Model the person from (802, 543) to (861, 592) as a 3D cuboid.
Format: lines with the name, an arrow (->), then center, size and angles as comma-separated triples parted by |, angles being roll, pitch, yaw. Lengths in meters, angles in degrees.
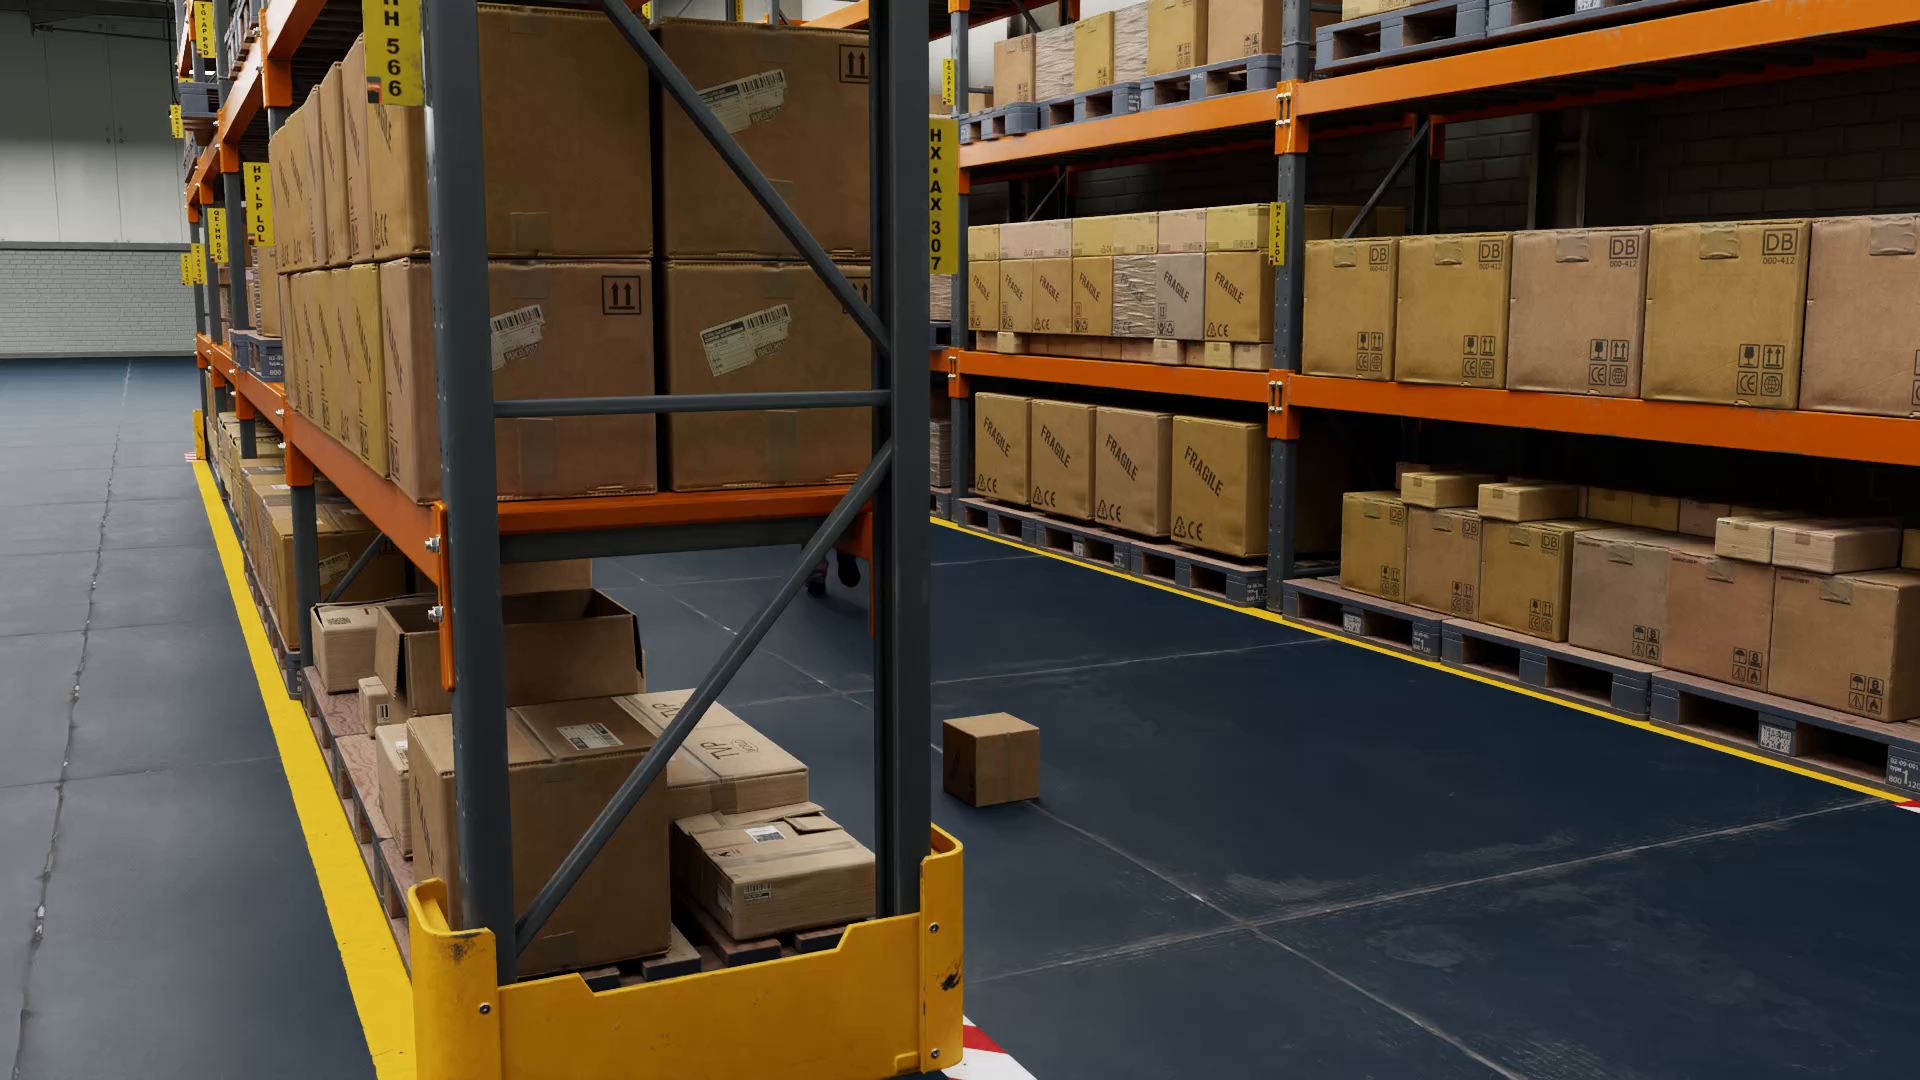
person -> -0.766, -0.550, 9.487 | 0.545, 1.706, 0.514 | -1, 8, -7
